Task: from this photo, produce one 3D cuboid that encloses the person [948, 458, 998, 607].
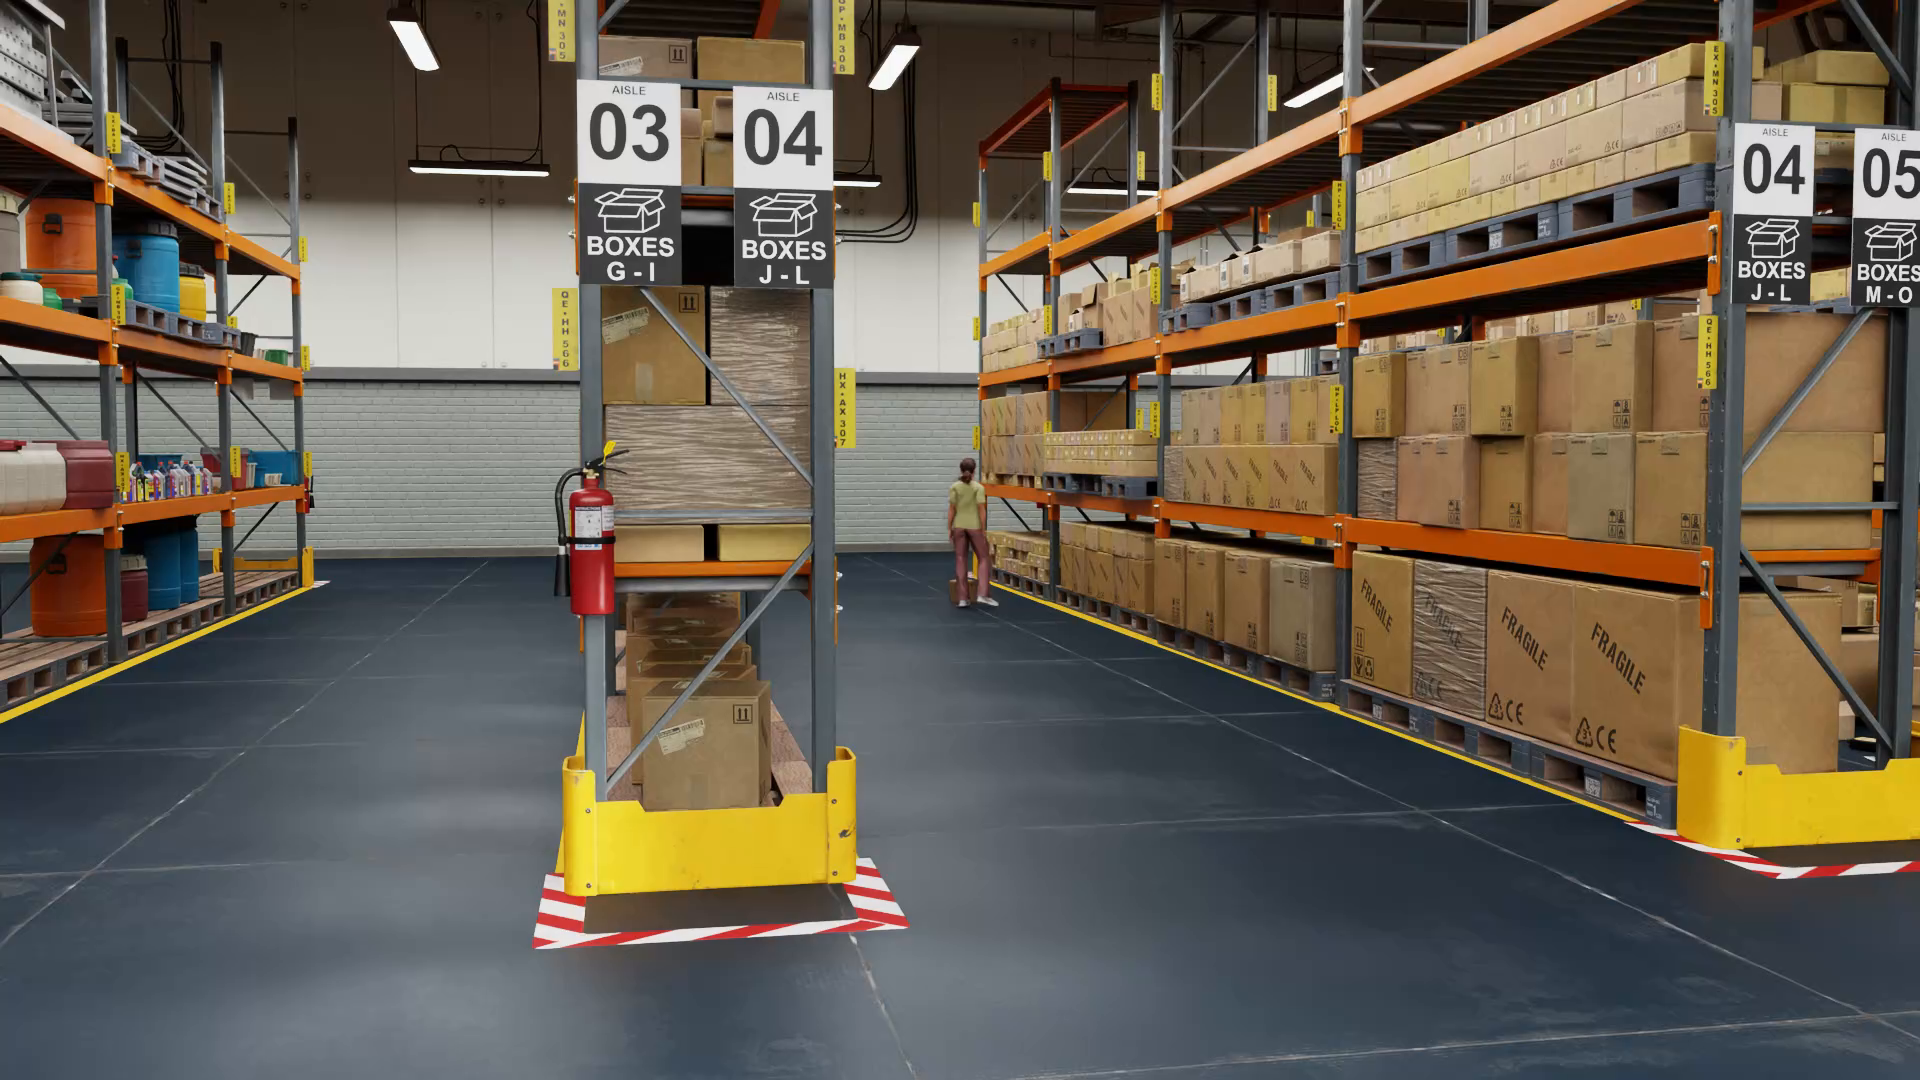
[{"bbox_3d":[0.139,-0.085,18.671,0.559,1.677,0.357,1,3,12],"label":"person"}]
